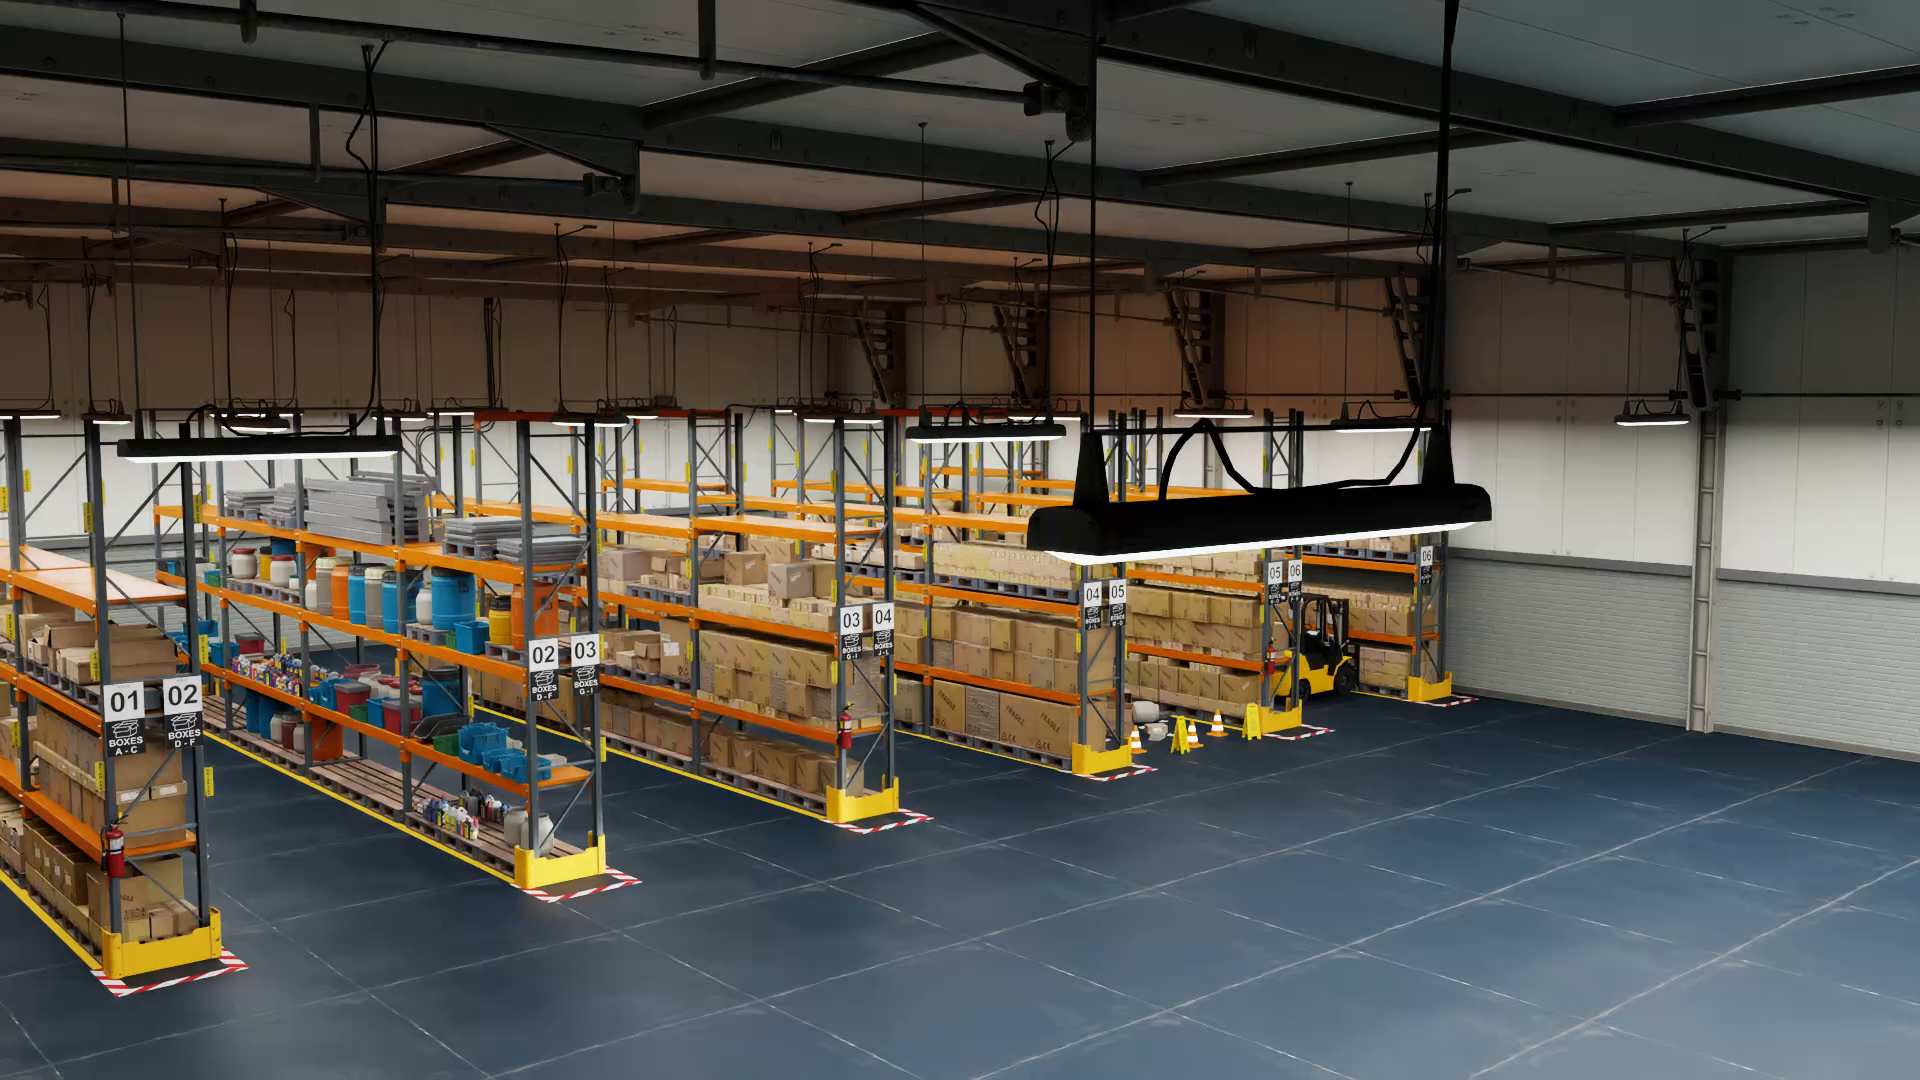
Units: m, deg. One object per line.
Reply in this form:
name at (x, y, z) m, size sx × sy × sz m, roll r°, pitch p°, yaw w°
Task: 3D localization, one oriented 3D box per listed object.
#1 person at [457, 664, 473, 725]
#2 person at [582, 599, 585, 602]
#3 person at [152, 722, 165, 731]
person at (-8.815, 2.876, 29.634) m, size 0.511 × 1.830 × 0.596 m, roll 0°, pitch 5°, yaw -5°
person at (-8.750, 2.148, 38.381) m, size 0.418 × 1.621 × 1.030 m, roll -4°, pitch 6°, yaw -37°
person at (-14.319, 2.855, 29.857) m, size 0.382 × 1.740 × 0.556 m, roll 1°, pitch 5°, yaw 14°
